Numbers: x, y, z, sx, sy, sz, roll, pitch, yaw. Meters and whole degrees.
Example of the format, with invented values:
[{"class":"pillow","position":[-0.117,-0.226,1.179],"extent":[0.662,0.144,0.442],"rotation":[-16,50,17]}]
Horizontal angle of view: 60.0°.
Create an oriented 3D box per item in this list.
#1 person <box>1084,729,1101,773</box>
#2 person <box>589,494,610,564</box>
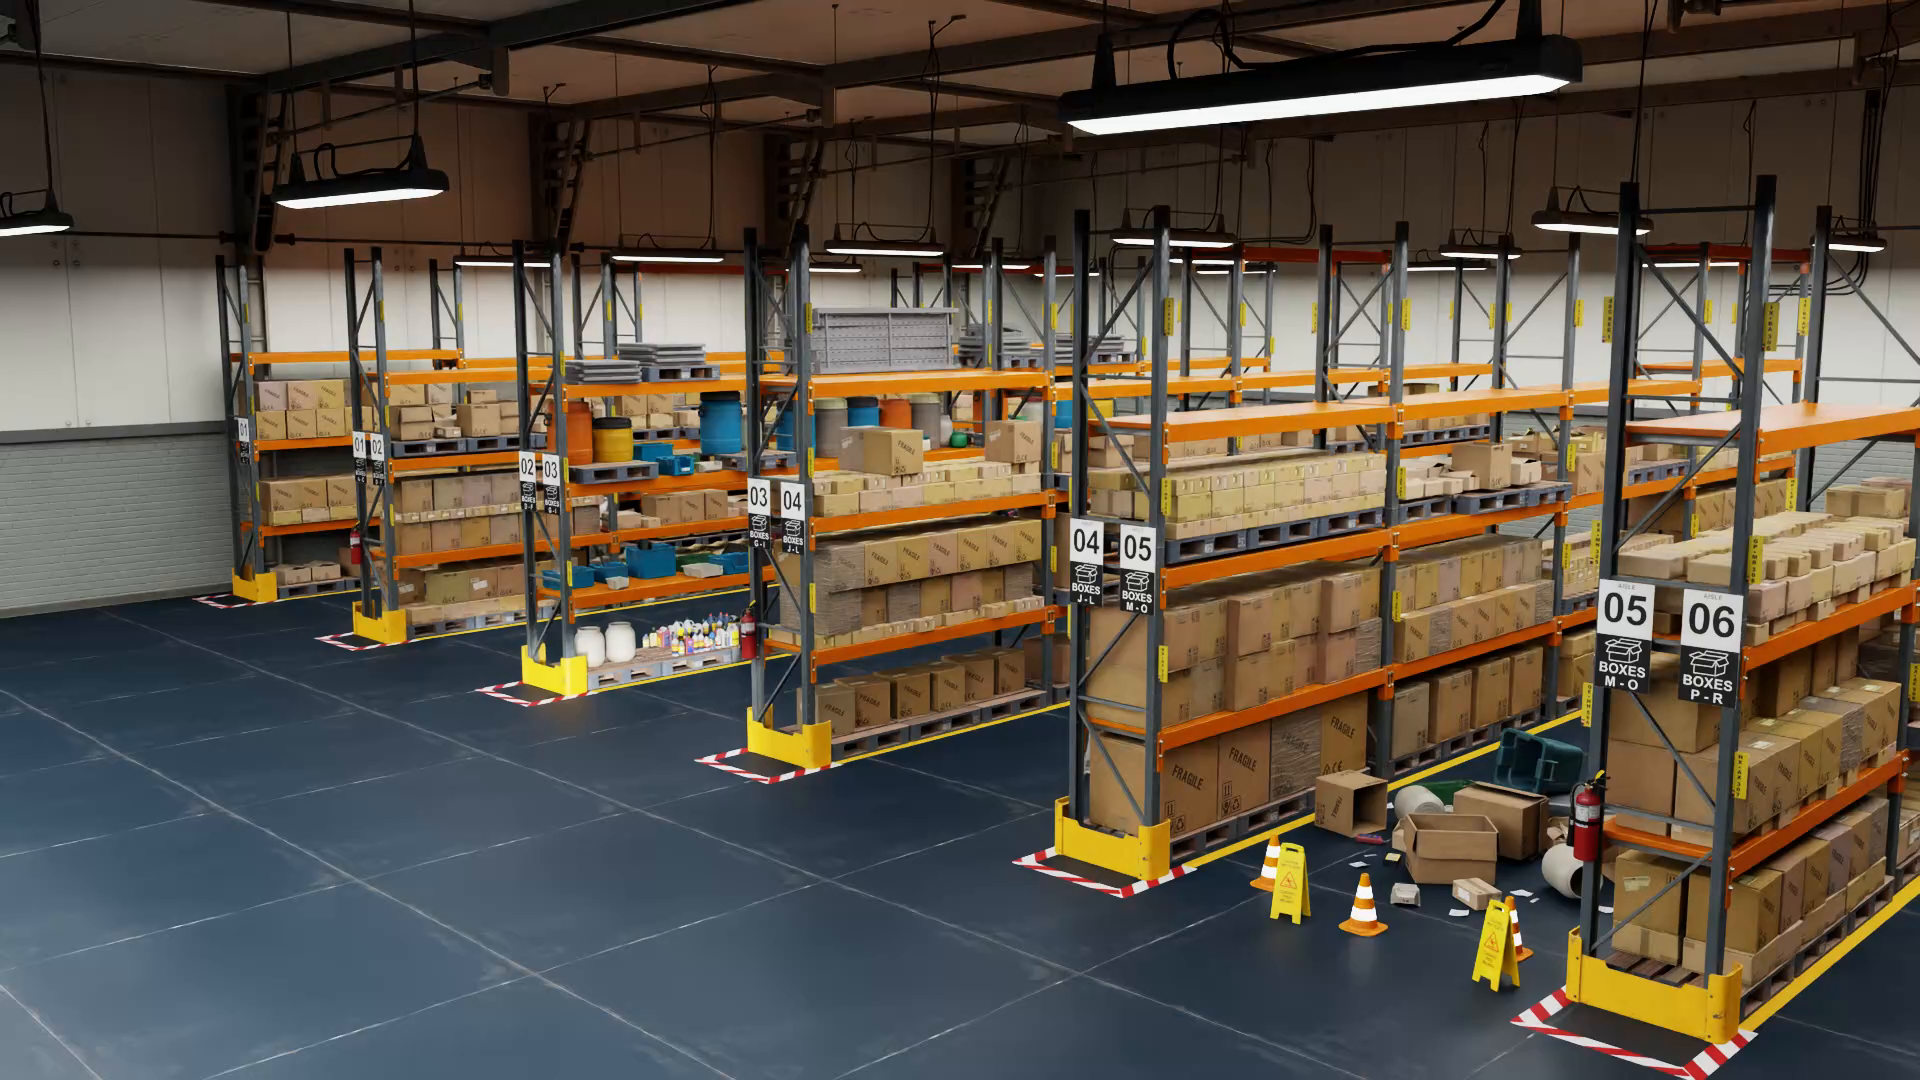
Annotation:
[{"class":"person","position":[1.611,1.794,18.311],"extent":[0.903,1.552,0.432],"rotation":[-7,11,-41]},{"class":"person","position":[-6.895,-0.174,31.696],"extent":[0.570,1.775,0.768],"rotation":[3,9,22]}]
